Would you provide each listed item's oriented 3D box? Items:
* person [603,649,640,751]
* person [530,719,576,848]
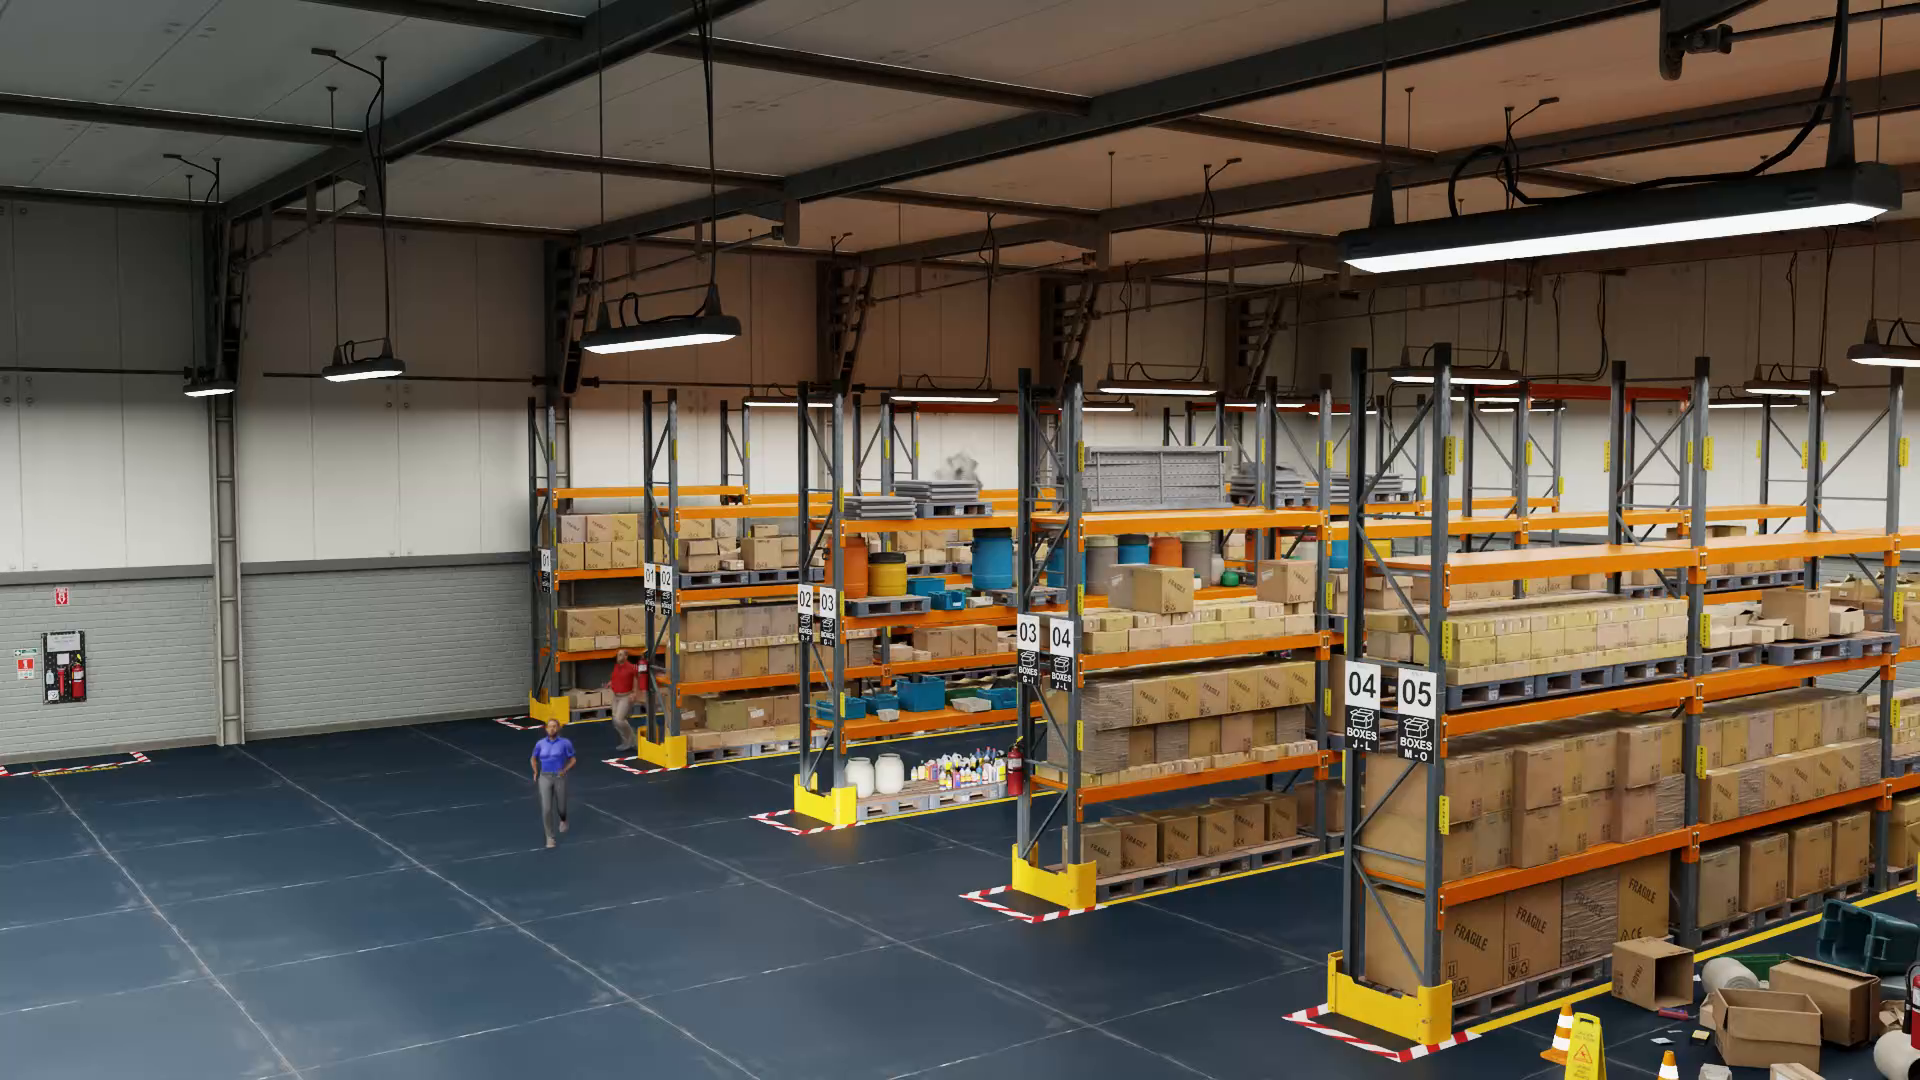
[{"bbox_3d":[-5.653,2.681,27.759,0.666,1.720,0.612,3,4,38],"label":"person"},{"bbox_3d":[-5.228,3.097,21.339,0.581,1.608,0.642,0,3,-7],"label":"person"}]
